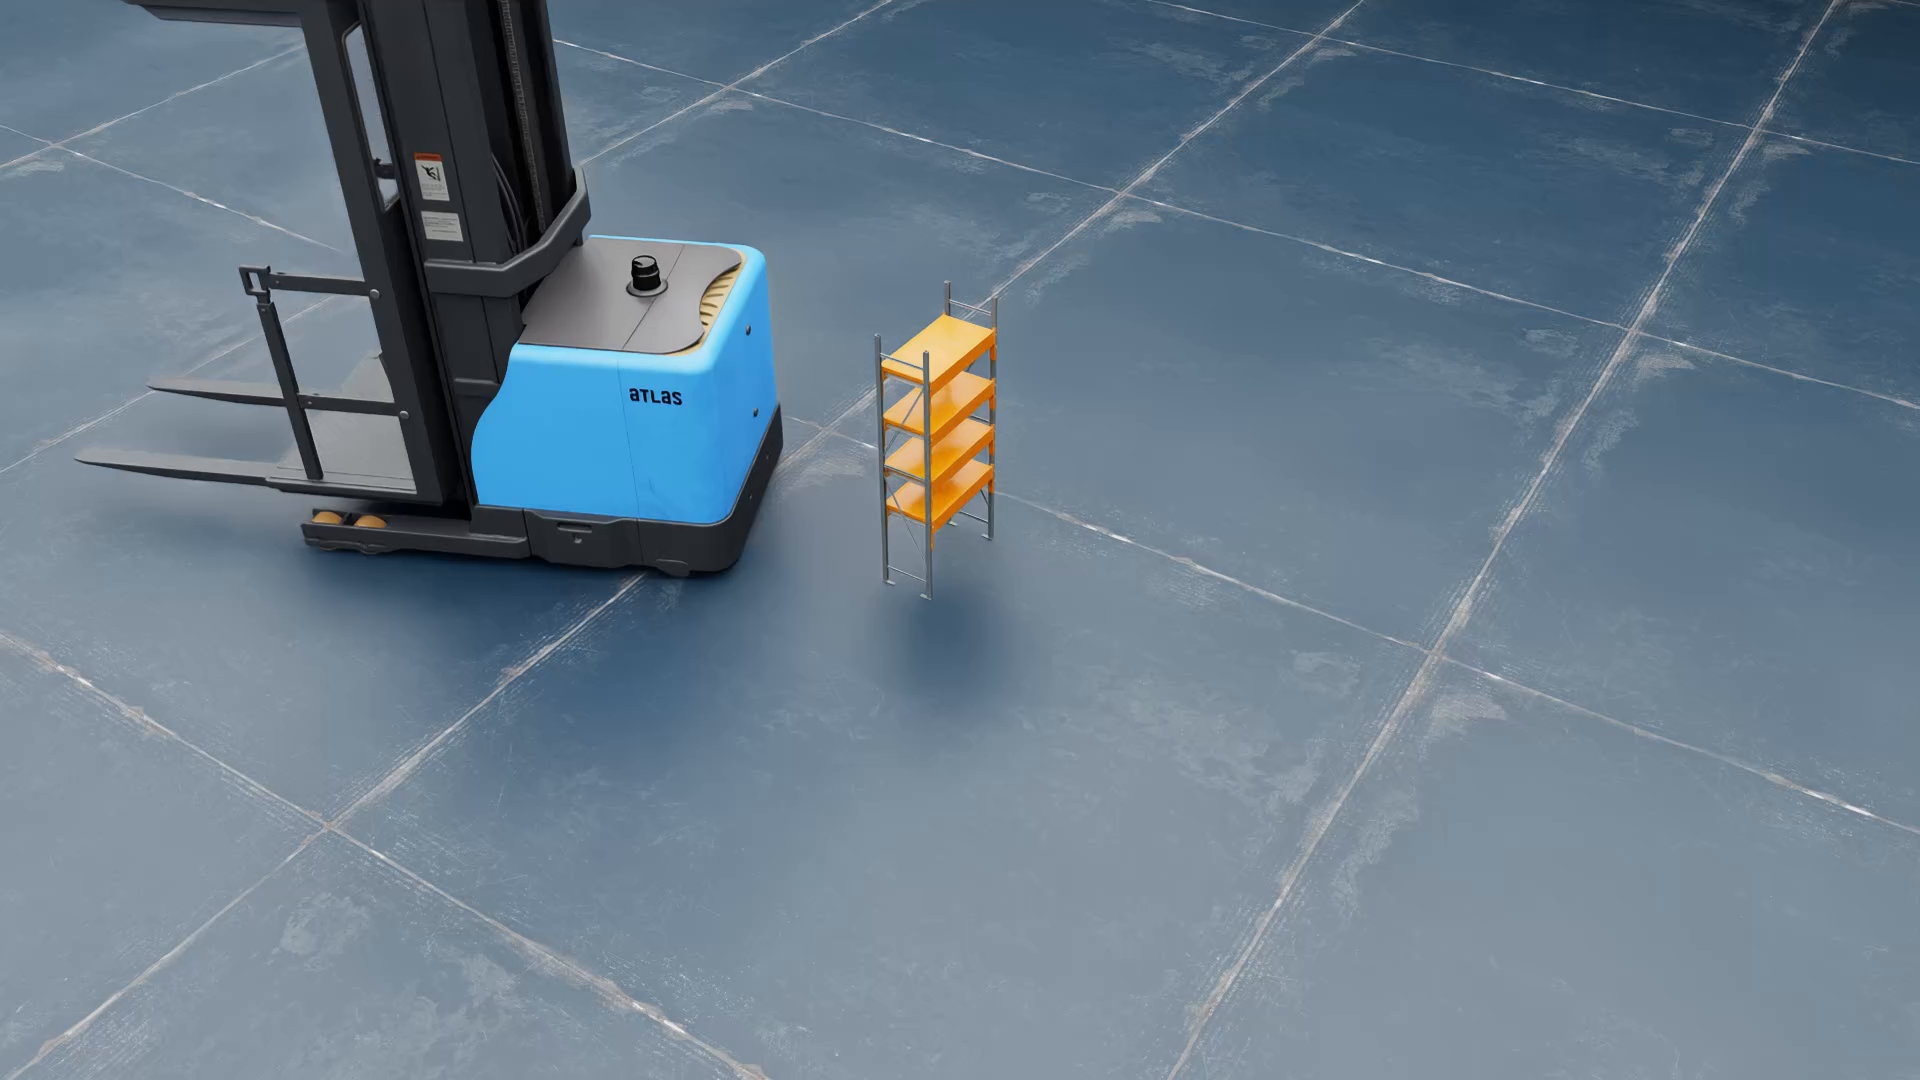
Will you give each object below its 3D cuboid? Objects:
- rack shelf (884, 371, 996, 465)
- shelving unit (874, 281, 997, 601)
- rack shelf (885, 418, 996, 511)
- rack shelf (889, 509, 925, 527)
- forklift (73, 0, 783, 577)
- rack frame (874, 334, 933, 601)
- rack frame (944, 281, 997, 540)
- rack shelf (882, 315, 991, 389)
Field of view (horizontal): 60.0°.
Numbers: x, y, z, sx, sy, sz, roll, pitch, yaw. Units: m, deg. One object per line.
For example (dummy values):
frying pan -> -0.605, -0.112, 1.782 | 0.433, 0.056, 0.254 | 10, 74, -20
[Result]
rack shelf -> -0.089, -0.514, 6.677 | 0.258, 0.148, 0.480 | 21, 42, 25
shelving unit -> -0.089, -0.390, 6.773 | 0.258, 1.200, 0.503 | 21, 42, 25
rack shelf -> -0.089, -0.337, 6.814 | 0.258, 0.148, 0.480 | 21, 42, 25
rack shelf -> -0.089, -0.202, 6.918 | 0.199, 0.029, 0.442 | 21, 42, 25
forklift -> -2.378, -1.413, 6.682 | 3.031, 2.935, 1.130 | 5, 38, 7
rack frame -> -0.219, -0.264, 6.610 | 0.240, 1.200, 0.015 | 21, 42, 25
rack frame -> 0.042, -0.516, 6.936 | 0.240, 1.200, 0.015 | 21, 42, 25
rack shelf -> -0.089, -0.732, 6.509 | 0.221, 0.050, 0.457 | 21, 42, 25
